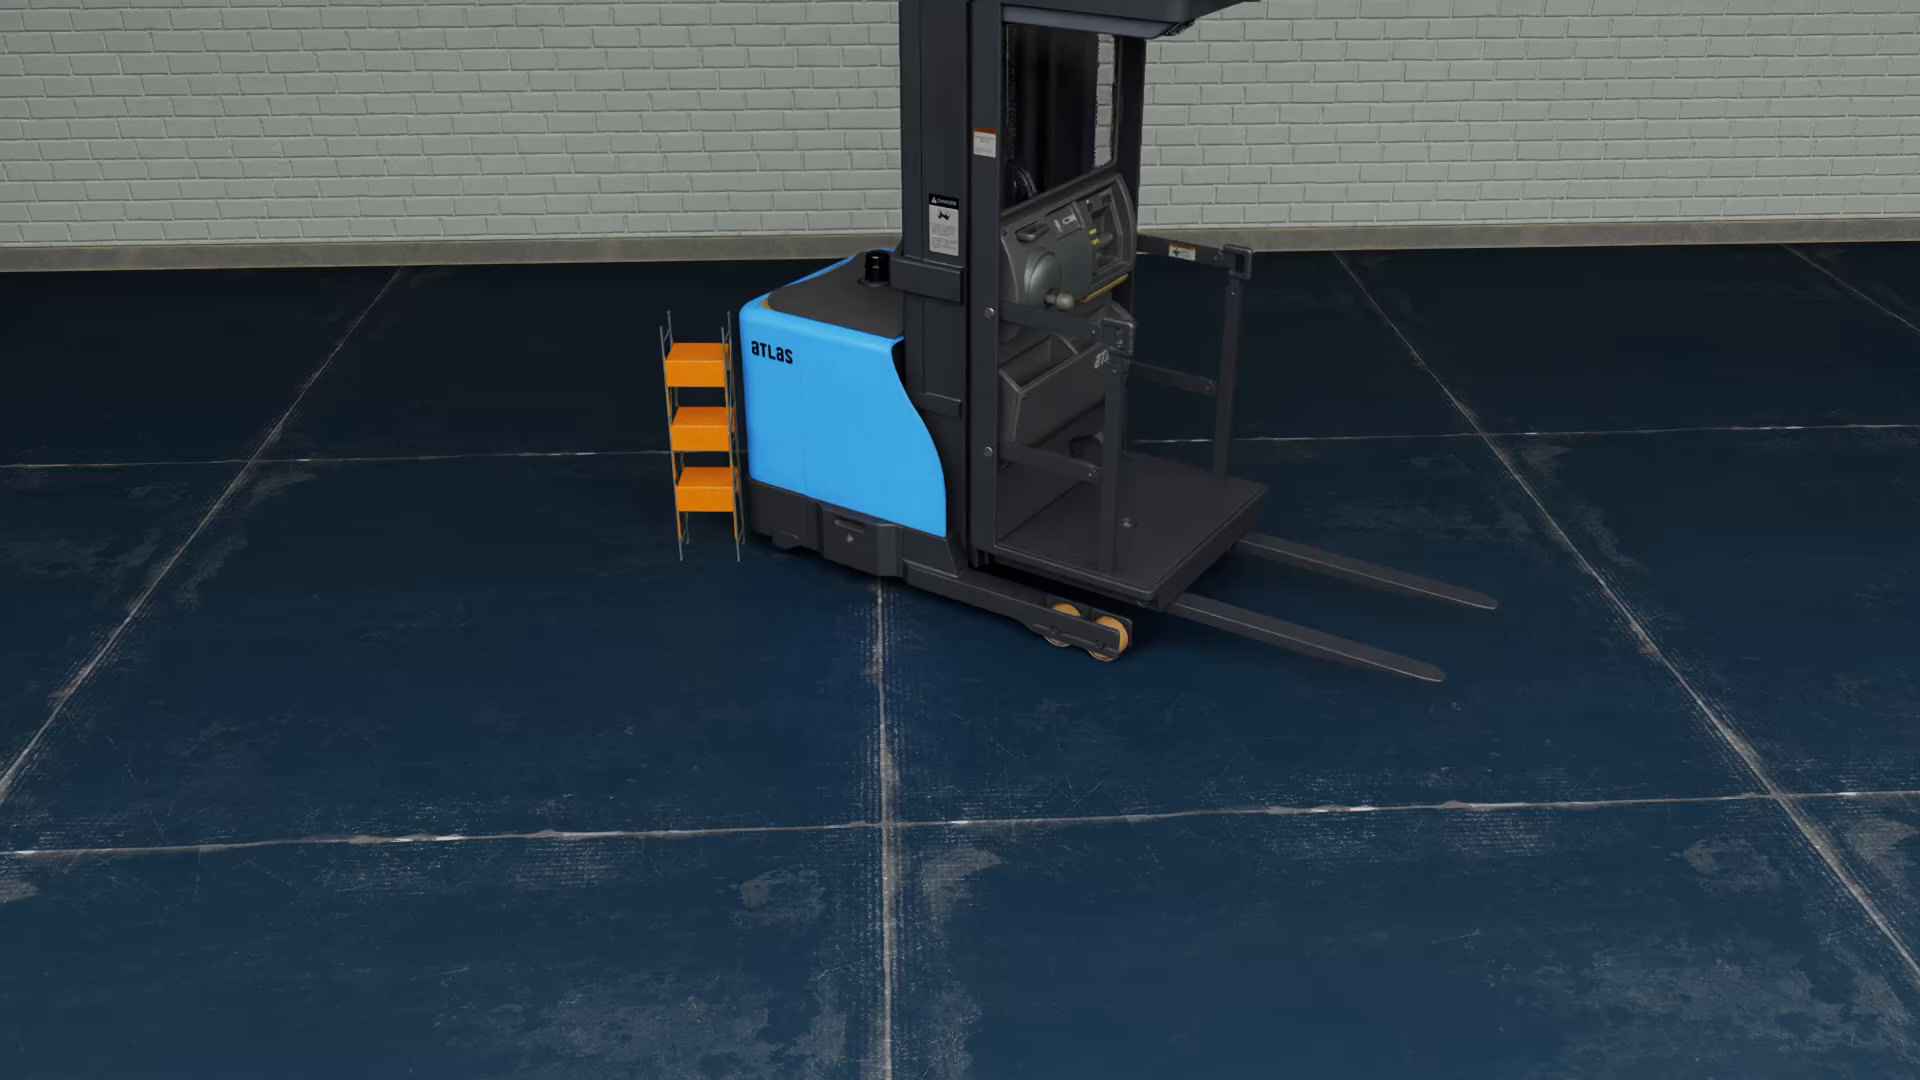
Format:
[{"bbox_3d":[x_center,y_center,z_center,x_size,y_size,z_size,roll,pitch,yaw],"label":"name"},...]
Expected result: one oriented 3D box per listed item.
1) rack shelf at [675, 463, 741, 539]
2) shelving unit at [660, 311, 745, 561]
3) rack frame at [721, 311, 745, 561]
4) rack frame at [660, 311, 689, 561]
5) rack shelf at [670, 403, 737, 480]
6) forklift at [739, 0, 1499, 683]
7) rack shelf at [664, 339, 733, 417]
[{"bbox_3d":[-1.064,-0.166,7.057,0.240,0.259,0.215,0,28,0],"label":"rack shelf"},{"bbox_3d":[-1.064,-0.422,6.924,0.252,1.050,0.215,0,28,0],"label":"shelving unit"},{"bbox_3d":[-0.942,-0.421,6.923,0.008,1.050,0.200,0,28,0],"label":"rack frame"},{"bbox_3d":[-1.186,-0.422,6.924,0.008,1.050,0.200,0,28,0],"label":"rack frame"},{"bbox_3d":[-1.064,-0.412,6.928,0.240,0.259,0.215,0,28,0],"label":"rack shelf"},{"bbox_3d":[0.596,-1.117,6.222,3.031,2.935,1.130,17,32,29],"label":"forklift"},{"bbox_3d":[-1.064,-0.664,6.797,0.240,0.259,0.215,0,28,0],"label":"rack shelf"}]
